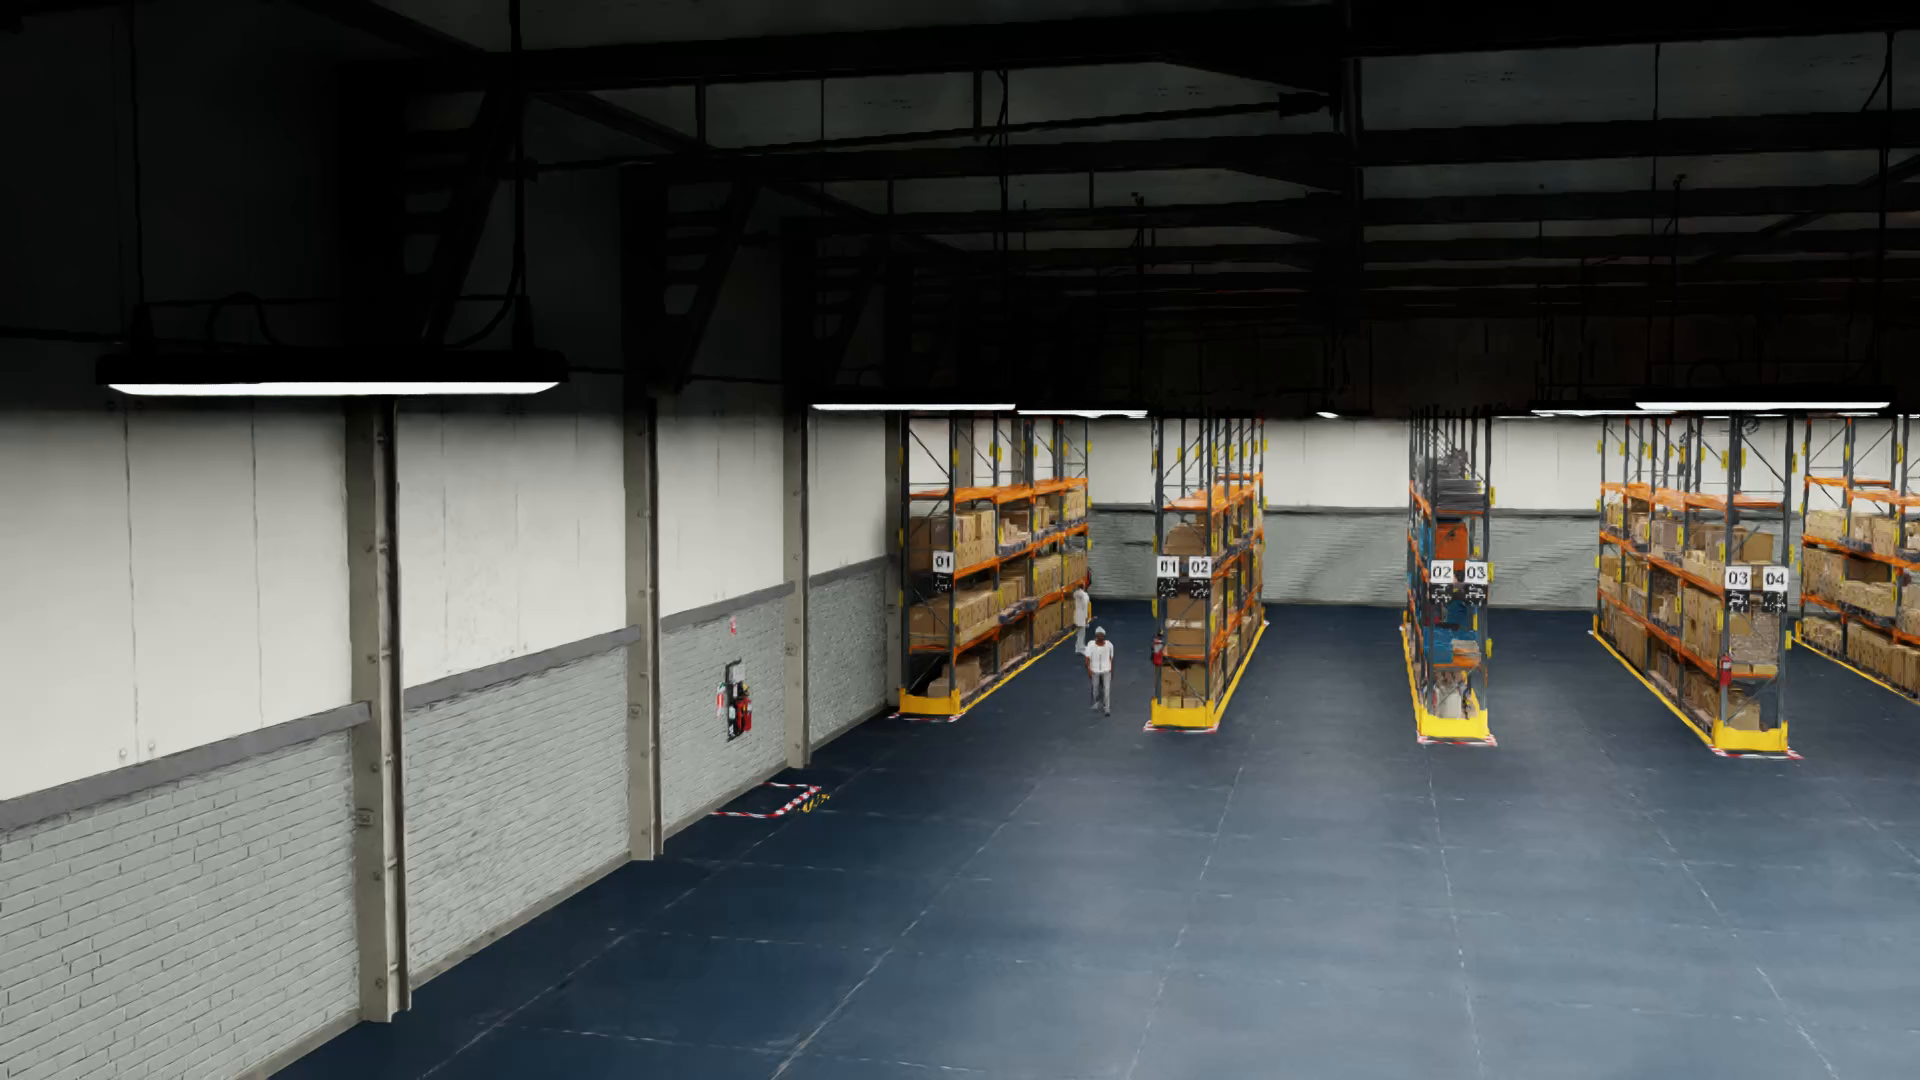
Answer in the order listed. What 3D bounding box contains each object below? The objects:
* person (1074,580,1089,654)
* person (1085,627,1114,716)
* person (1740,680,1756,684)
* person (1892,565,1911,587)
[{"bbox_3d":[3.037,1.884,40.924,0.505,1.784,0.640,-1,4,-16],"label":"person"},{"bbox_3d":[2.719,2.535,32.427,0.569,1.707,1.035,0,4,5],"label":"person"},{"bbox_3d":[17.198,2.240,36.271,0.403,1.732,0.658,0,4,1],"label":"person"},{"bbox_3d":[26.468,1.492,46.777,0.656,1.765,0.607,-2,5,-29],"label":"person"}]
